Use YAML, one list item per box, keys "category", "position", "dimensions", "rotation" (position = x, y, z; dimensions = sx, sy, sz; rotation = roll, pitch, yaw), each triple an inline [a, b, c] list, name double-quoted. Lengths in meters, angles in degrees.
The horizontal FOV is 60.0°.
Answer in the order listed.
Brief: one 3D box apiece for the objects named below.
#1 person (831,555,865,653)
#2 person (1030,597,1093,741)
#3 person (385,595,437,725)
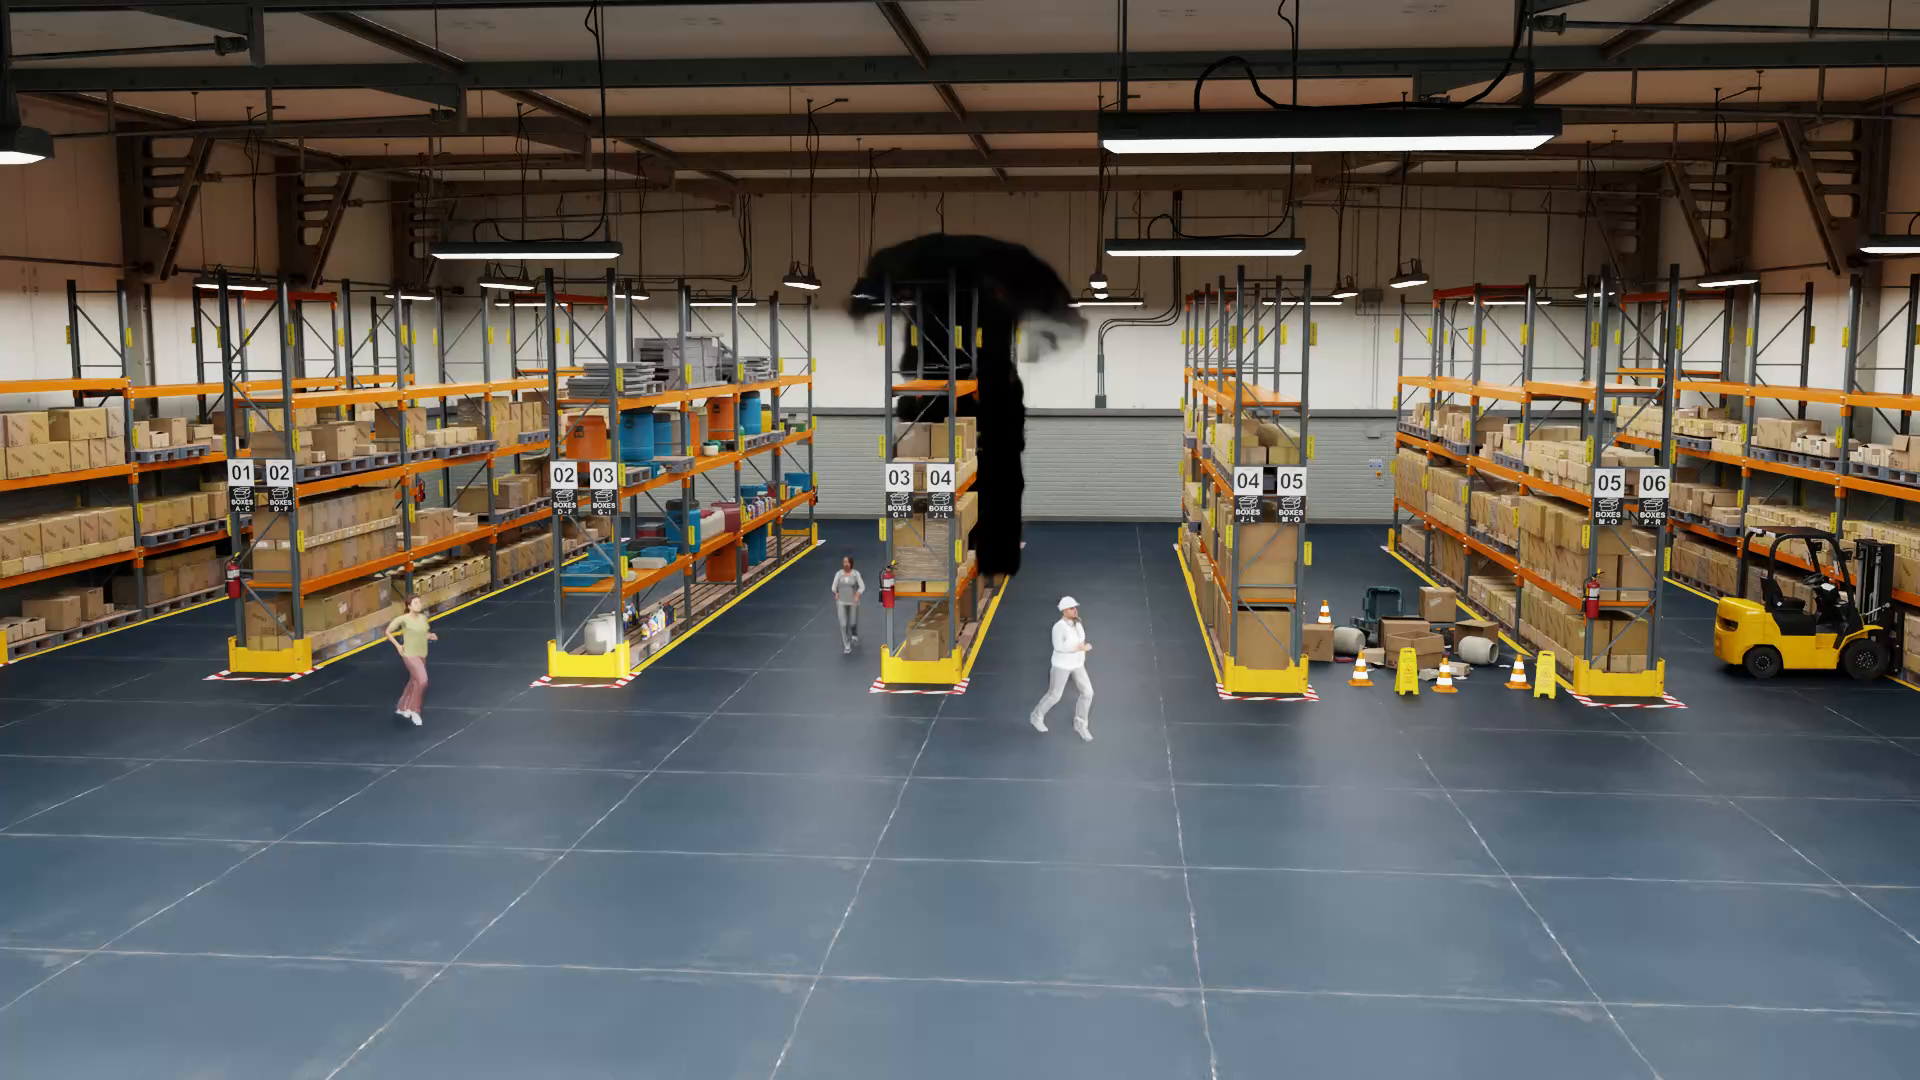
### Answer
- category: "person"
  position: [-1.791, 1.021, 26.495]
  dimensions: [0.532, 1.550, 0.559]
  rotation: [0, 7, 2]
- category: "person"
  position: [1.323, 1.601, 20.866]
  dimensions: [0.901, 1.823, 0.663]
  rotation: [7, 10, 43]
- category: "person"
  position: [-7.123, 1.553, 21.706]
  dimensions: [0.700, 1.703, 0.555]
  rotation: [4, 8, 27]
